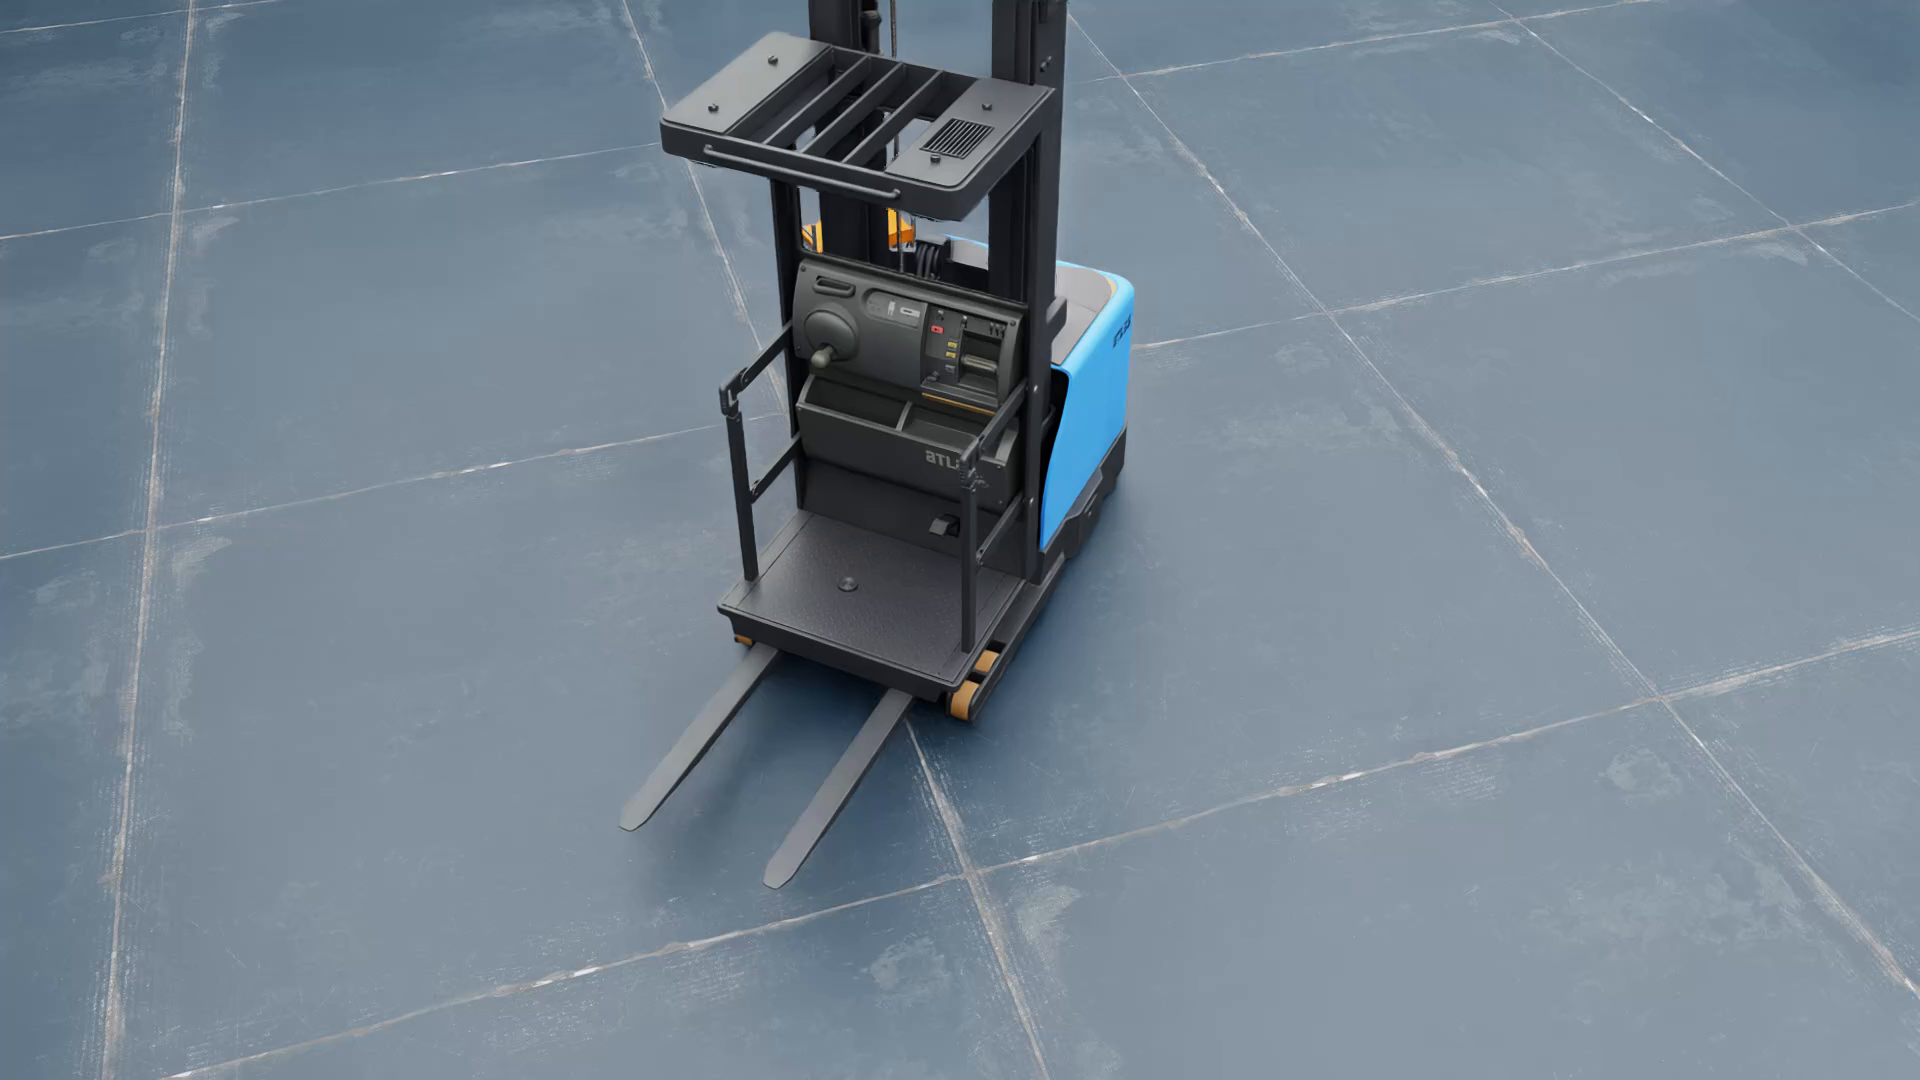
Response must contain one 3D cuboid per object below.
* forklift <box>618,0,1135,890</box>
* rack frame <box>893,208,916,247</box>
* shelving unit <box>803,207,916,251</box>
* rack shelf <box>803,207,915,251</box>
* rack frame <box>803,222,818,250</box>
[{"bbox_3d":[-0.303,-0.700,6.173,1.130,2.935,3.031,17,44,19],"label":"forklift"},{"bbox_3d":[-0.261,-1.163,8.019,0.015,1.200,0.240,-18,44,-20],"label":"rack frame"},{"bbox_3d":[-0.479,-1.091,7.936,0.503,1.200,0.258,-18,44,-20],"label":"shelving unit"},{"bbox_3d":[-0.479,-1.387,7.678,0.480,0.148,0.258,-18,44,-20],"label":"rack shelf"},{"bbox_3d":[-0.697,-1.019,7.854,0.015,1.200,0.240,-18,44,-20],"label":"rack frame"}]
